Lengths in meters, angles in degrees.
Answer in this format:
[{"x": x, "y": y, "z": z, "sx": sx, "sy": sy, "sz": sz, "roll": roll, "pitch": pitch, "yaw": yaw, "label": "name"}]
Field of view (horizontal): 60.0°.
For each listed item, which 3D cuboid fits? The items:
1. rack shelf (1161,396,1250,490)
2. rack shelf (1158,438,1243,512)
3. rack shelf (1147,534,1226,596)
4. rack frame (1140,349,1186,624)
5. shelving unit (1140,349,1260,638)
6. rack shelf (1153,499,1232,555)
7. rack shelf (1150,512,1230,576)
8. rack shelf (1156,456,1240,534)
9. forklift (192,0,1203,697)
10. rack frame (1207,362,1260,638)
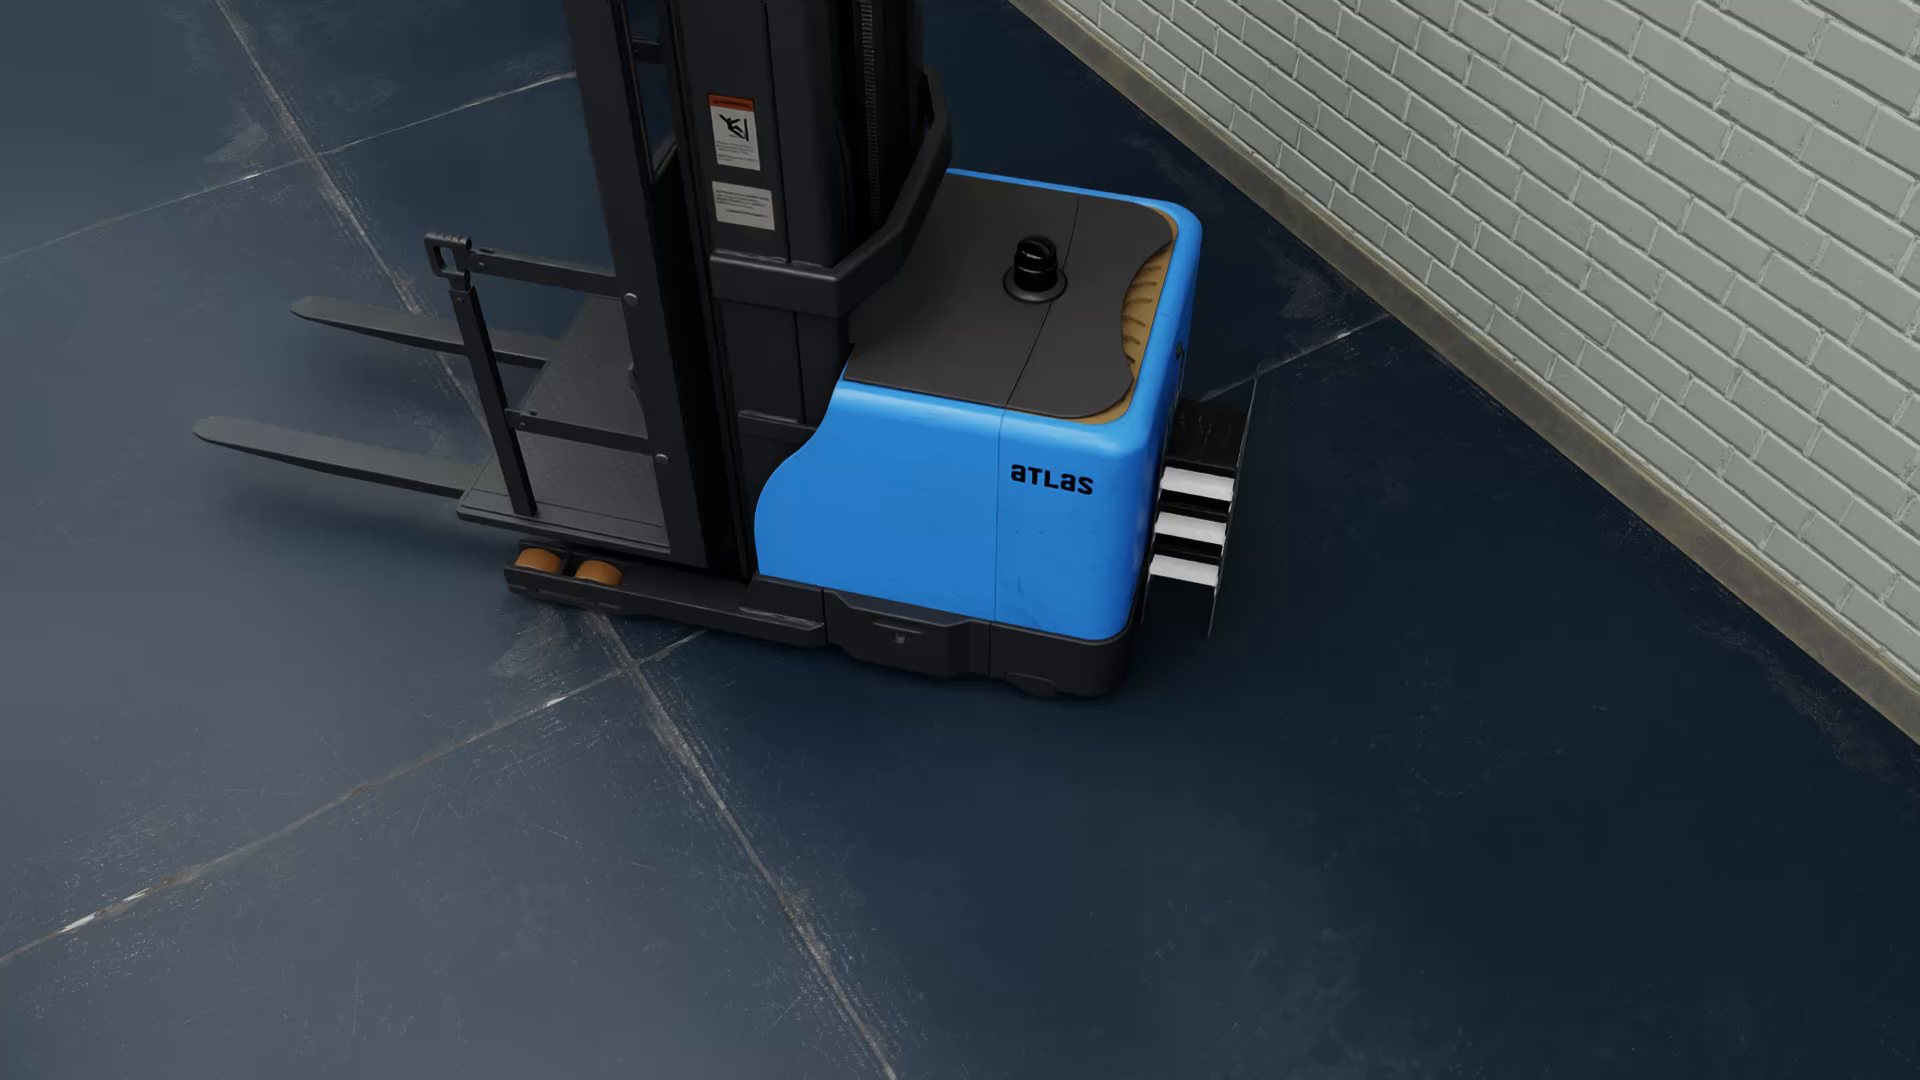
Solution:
[{"x": 0.677, "y": -0.270, "z": 4.571, "sx": 0.200, "sy": 0.077, "sz": 0.258, "roll": 11, "pitch": 49, "yaw": 10, "label": "rack shelf"}, {"x": 0.677, "y": -0.210, "z": 4.638, "sx": 0.200, "sy": 0.077, "sz": 0.258, "roll": 11, "pitch": 49, "yaw": 10, "label": "rack shelf"}, {"x": 0.677, "y": 0.030, "z": 4.907, "sx": 0.200, "sy": 0.077, "sz": 0.258, "roll": 11, "pitch": 49, "yaw": 10, "label": "rack shelf"}, {"x": 0.578, "y": -0.131, "z": 4.764, "sx": 0.006, "sy": 0.900, "sz": 0.240, "roll": 11, "pitch": 49, "yaw": 10, "label": "rack frame"}, {"x": 0.677, "y": -0.112, "z": 4.747, "sx": 0.210, "sy": 0.900, "sz": 0.258, "roll": 11, "pitch": 49, "yaw": 10, "label": "shelving unit"}, {"x": 0.677, "y": -0.090, "z": 4.772, "sx": 0.200, "sy": 0.077, "sz": 0.258, "roll": 11, "pitch": 49, "yaw": 10, "label": "rack shelf"}, {"x": 0.677, "y": -0.030, "z": 4.840, "sx": 0.200, "sy": 0.077, "sz": 0.258, "roll": 11, "pitch": 49, "yaw": 10, "label": "rack shelf"}, {"x": 0.677, "y": -0.150, "z": 4.705, "sx": 0.200, "sy": 0.077, "sz": 0.258, "roll": 11, "pitch": 49, "yaw": 10, "label": "rack shelf"}, {"x": -0.883, "y": -1.126, "z": 4.290, "sx": 3.031, "sy": 2.935, "sz": 1.130, "roll": 11, "pitch": 49, "yaw": 10, "label": "forklift"}, {"x": 0.775, "y": -0.093, "z": 4.730, "sx": 0.006, "sy": 0.900, "sz": 0.240, "roll": 11, "pitch": 49, "yaw": 10, "label": "rack frame"}]
